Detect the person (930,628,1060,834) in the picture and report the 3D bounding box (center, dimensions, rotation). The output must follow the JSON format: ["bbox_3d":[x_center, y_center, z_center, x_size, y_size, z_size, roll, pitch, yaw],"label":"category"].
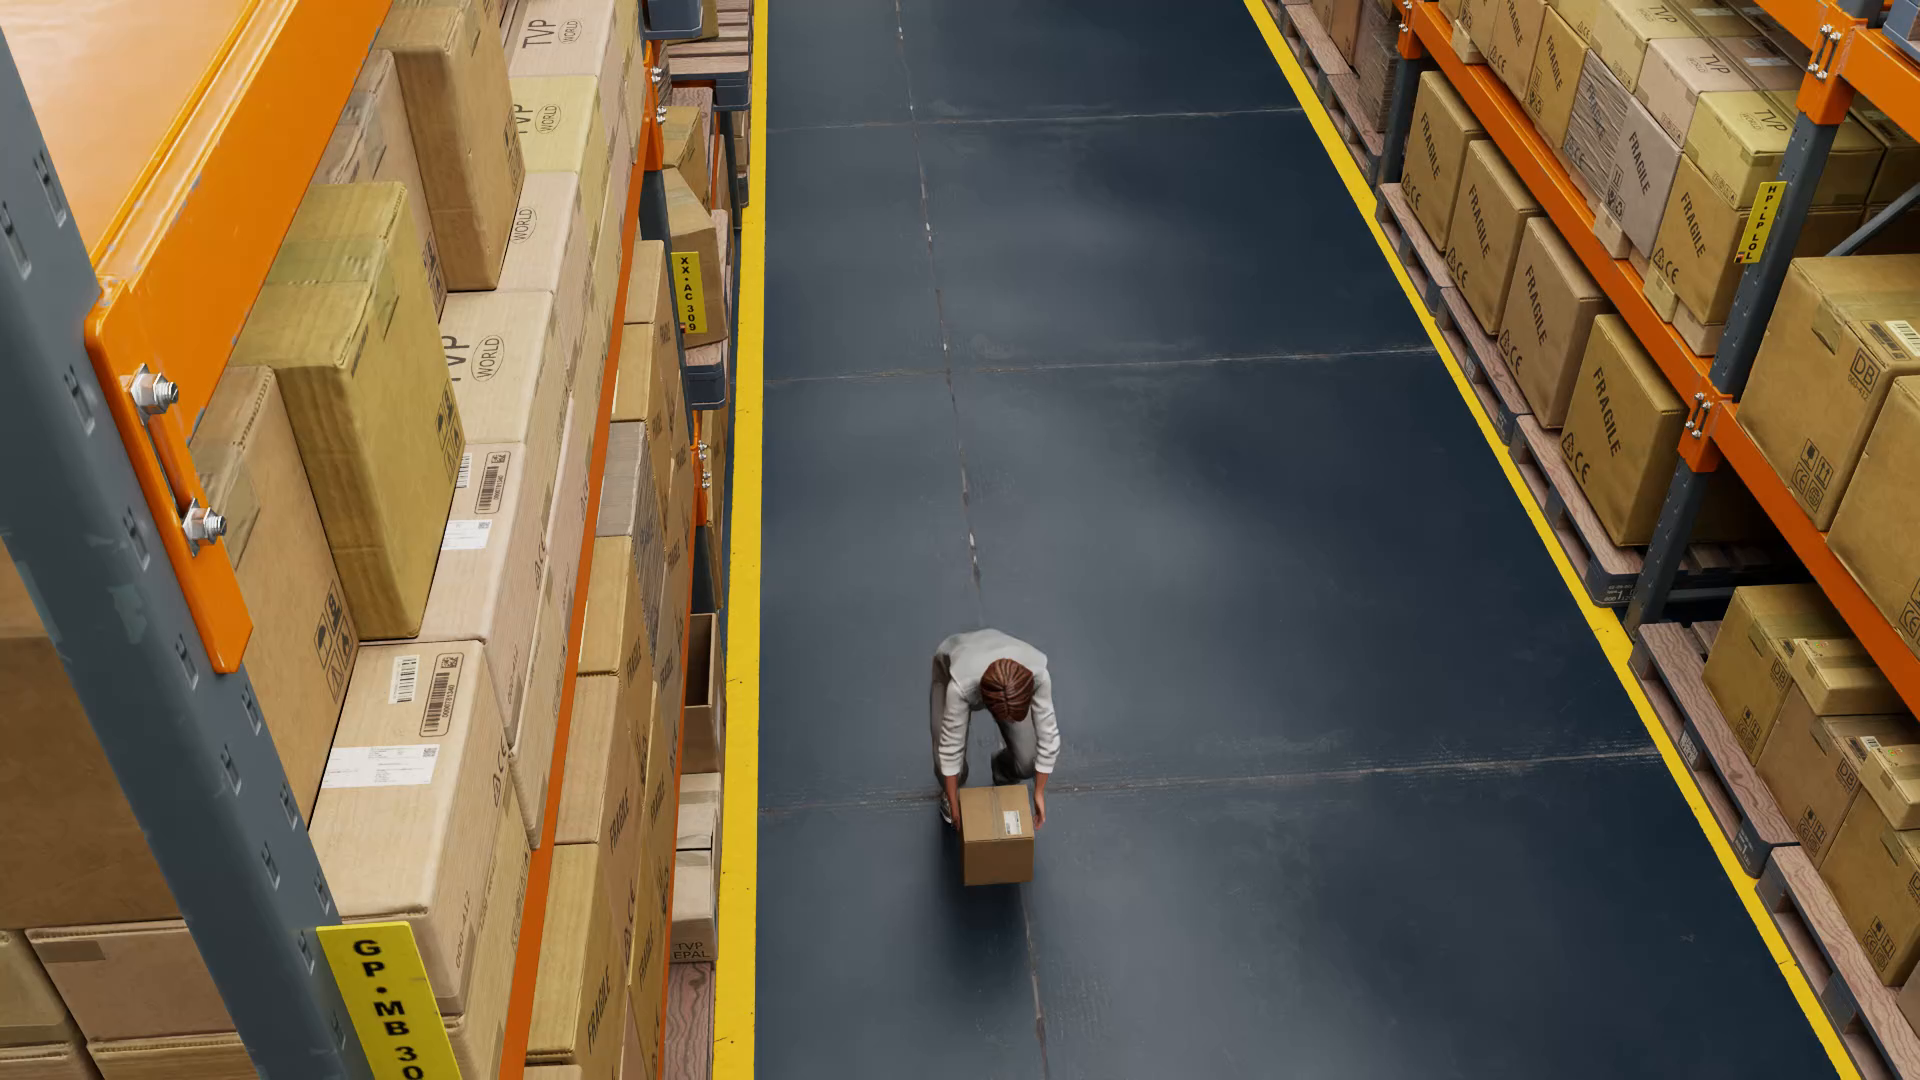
[{"bbox_3d":[0.118,0.674,6.213,0.458,1.039,0.757,-3,40,-4],"label":"person"}]
